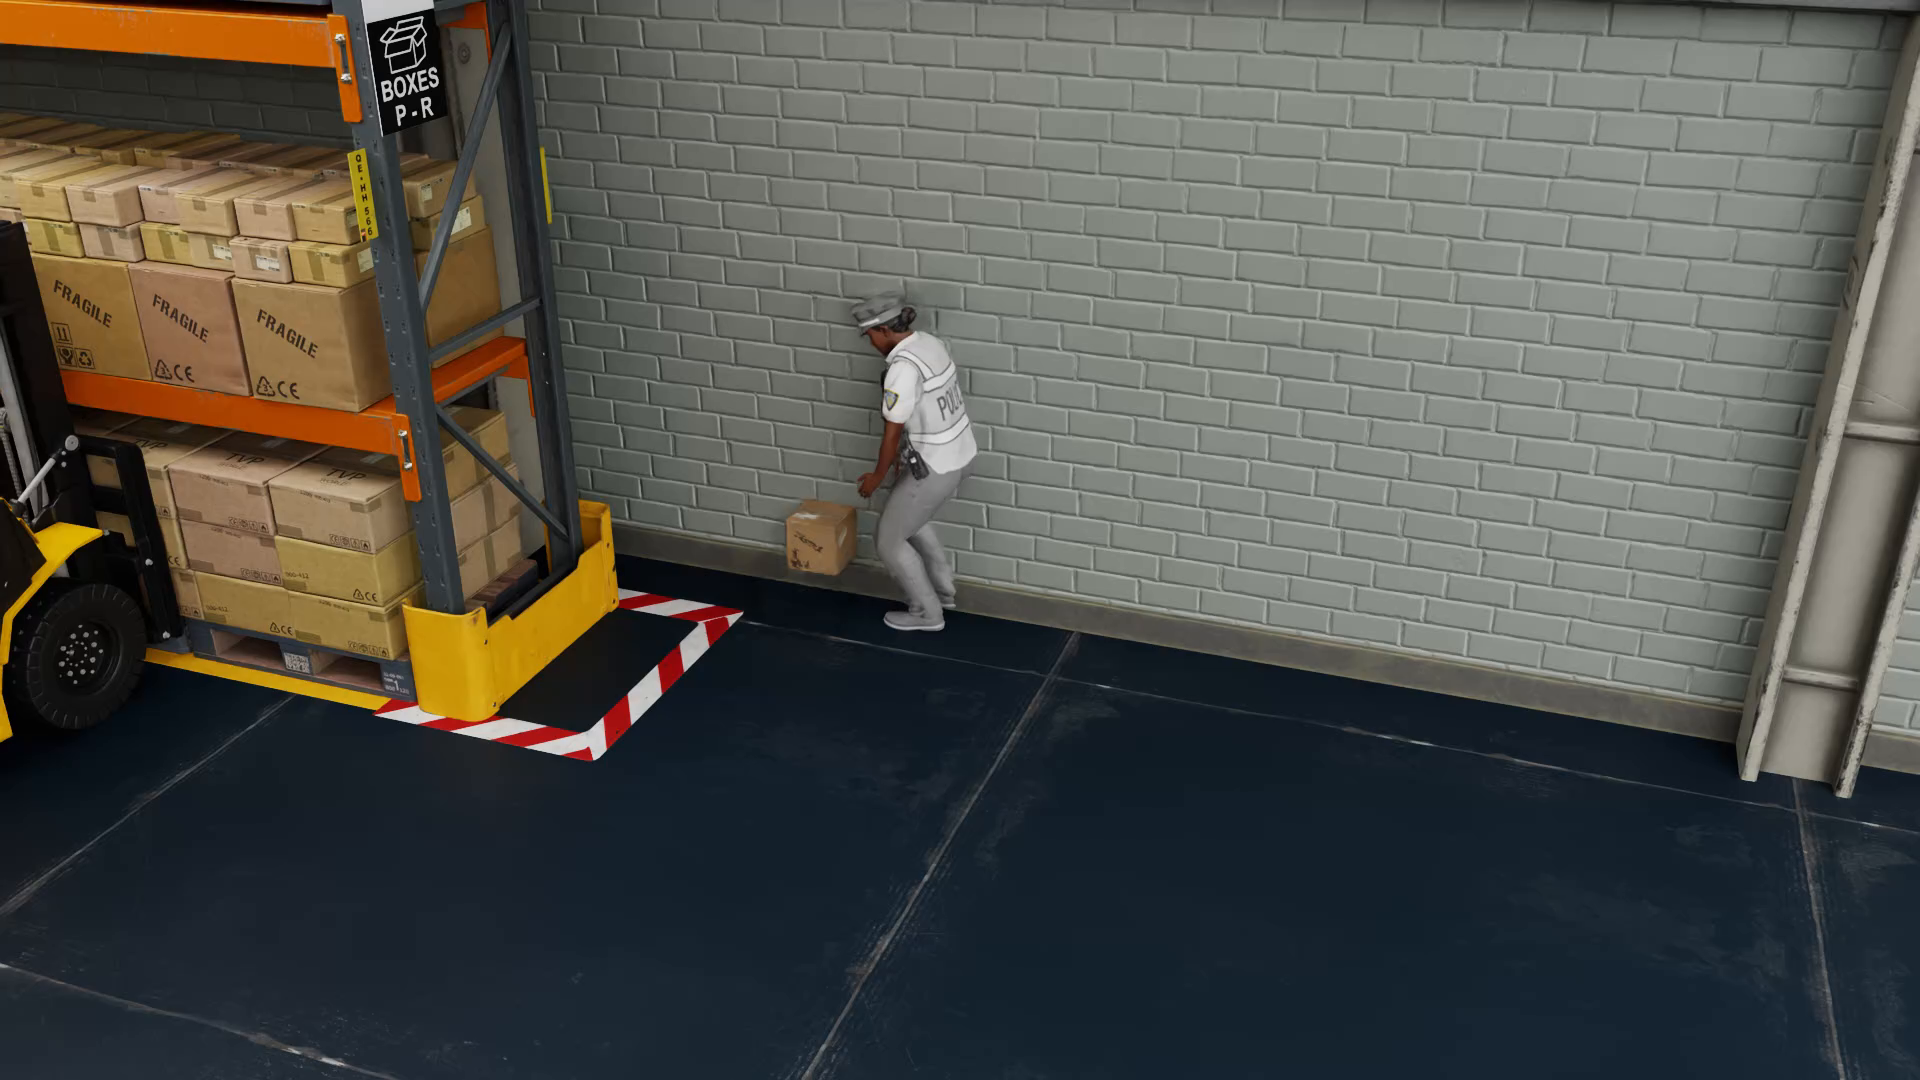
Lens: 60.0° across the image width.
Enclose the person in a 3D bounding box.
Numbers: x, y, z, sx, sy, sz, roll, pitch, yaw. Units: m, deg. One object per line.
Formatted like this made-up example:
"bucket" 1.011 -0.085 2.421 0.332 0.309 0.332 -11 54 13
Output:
"person" -0.213 -0.337 7.434 0.540 1.564 0.476 9 27 19
